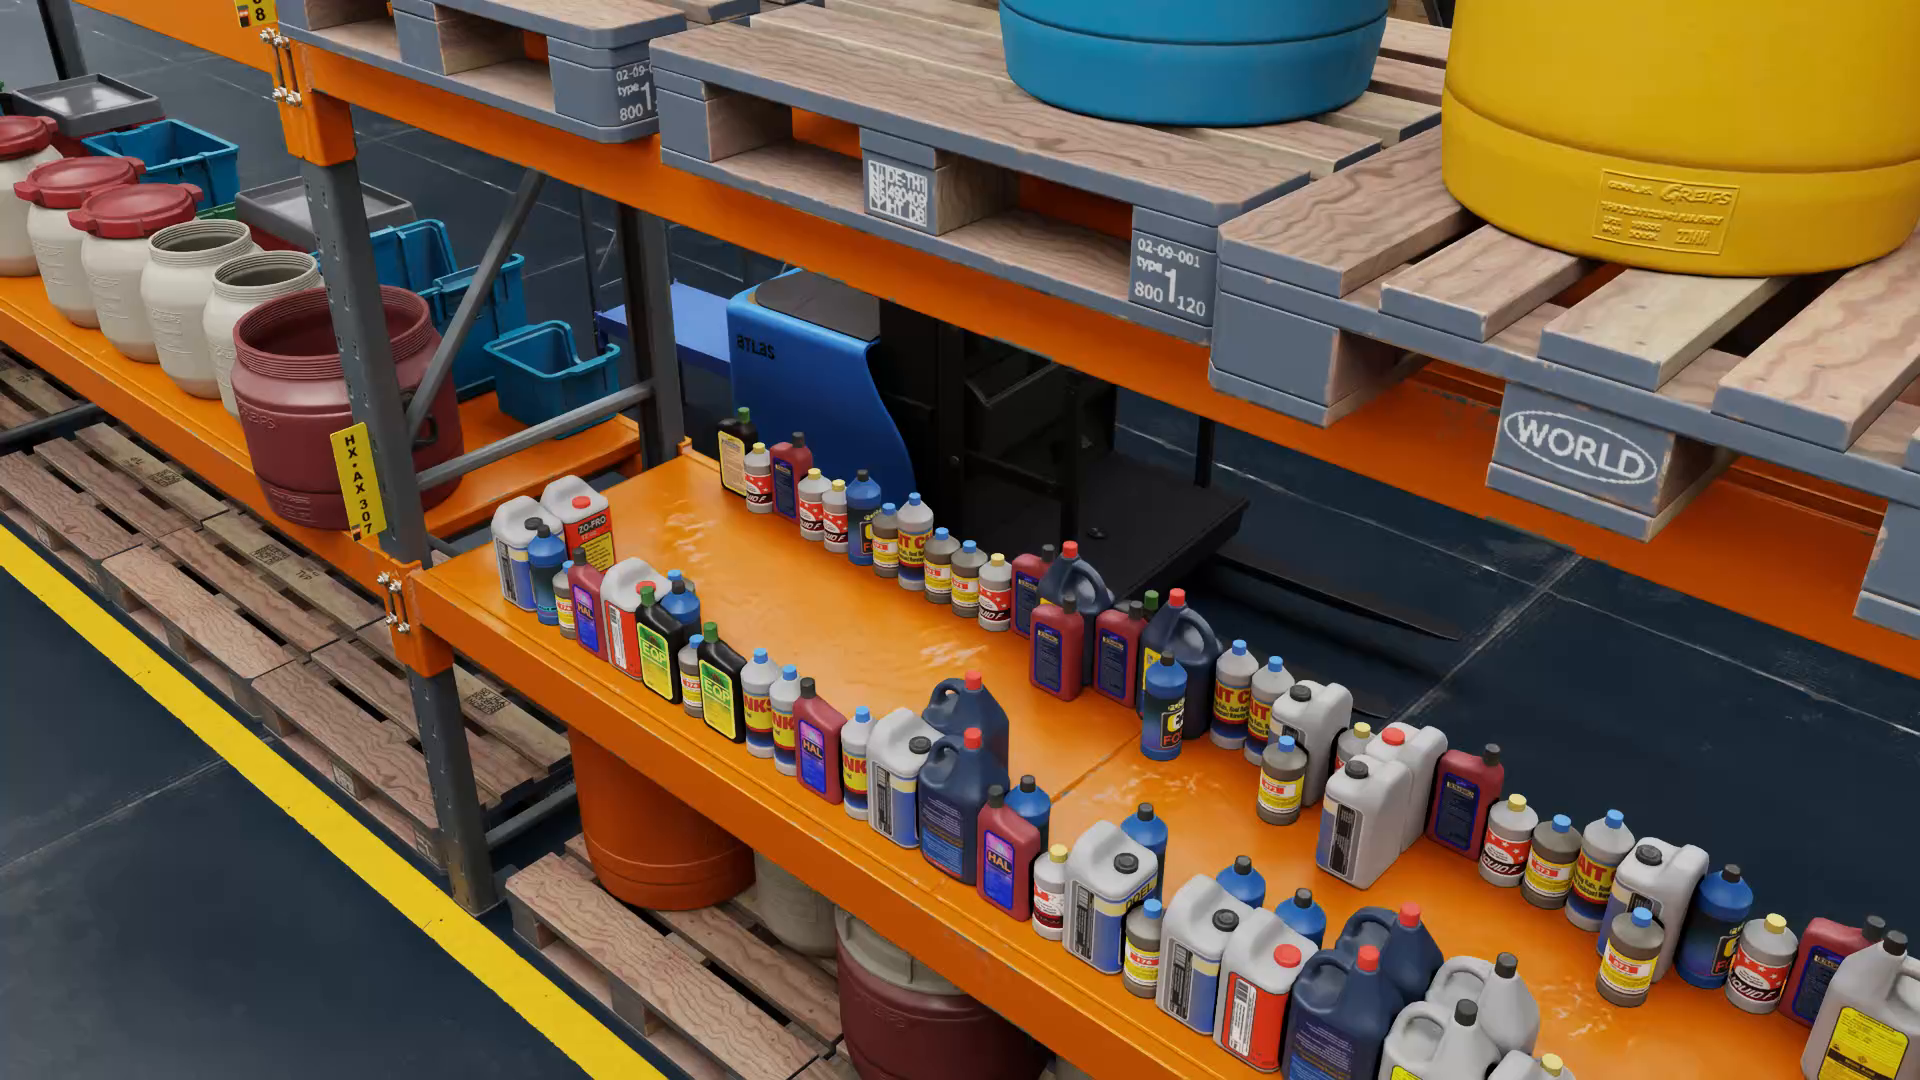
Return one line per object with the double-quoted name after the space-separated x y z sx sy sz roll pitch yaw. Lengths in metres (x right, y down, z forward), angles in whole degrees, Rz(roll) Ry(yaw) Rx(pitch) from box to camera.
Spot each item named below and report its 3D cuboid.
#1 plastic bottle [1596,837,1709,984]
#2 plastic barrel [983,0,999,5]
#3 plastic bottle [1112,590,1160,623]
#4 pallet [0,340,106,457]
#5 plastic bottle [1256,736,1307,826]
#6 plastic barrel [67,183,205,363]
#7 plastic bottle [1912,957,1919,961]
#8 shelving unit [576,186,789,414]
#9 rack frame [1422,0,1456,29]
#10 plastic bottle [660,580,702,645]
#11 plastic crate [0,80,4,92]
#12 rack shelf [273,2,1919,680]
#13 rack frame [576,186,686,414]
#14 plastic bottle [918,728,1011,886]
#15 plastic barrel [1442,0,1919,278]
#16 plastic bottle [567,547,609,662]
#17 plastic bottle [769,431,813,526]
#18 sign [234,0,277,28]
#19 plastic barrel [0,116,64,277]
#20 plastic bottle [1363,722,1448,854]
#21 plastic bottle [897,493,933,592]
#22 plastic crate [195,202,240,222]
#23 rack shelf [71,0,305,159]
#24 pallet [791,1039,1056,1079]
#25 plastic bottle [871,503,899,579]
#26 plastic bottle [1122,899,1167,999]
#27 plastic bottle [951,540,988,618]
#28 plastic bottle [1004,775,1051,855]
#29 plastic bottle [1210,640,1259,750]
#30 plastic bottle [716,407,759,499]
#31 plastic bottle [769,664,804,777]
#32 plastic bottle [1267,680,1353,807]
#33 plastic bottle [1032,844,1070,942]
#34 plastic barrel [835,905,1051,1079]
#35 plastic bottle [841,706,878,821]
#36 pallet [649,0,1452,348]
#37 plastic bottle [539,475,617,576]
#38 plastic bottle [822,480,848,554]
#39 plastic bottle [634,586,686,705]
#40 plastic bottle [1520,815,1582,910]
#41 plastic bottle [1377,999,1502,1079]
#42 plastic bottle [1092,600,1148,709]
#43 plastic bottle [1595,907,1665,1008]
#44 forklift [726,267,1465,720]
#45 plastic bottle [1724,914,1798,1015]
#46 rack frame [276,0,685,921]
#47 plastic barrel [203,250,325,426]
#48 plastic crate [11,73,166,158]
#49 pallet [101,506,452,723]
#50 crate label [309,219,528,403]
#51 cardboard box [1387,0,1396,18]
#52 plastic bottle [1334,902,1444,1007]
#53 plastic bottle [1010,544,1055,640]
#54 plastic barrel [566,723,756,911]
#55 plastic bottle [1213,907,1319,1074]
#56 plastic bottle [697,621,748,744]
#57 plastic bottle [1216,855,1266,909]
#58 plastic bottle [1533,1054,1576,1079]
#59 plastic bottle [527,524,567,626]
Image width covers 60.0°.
1.368 0.710 3.283 0.135 0.276 0.152 25 39 35 "plastic bottle"
0.177 -1.263 2.992 0.433 0.535 0.433 0 31 0 "plastic barrel"
0.431 0.237 4.061 0.133 0.283 0.061 25 39 35 "plastic bottle"
-4.675 -0.733 8.264 1.213 0.211 1.003 25 39 35 "pallet"
0.711 0.522 3.668 0.097 0.201 0.097 0 31 0 "plastic bottle"
-2.778 -0.919 5.737 0.433 0.535 0.433 0 31 0 "plastic barrel"
1.741 0.849 3.045 0.133 0.283 0.061 25 39 35 "plastic bottle"
-1.151 -1.084 7.597 1.048 1.500 0.538 22 37 32 "shelving unit"
2.088 -2.188 7.976 0.127 3.000 1.000 25 39 35 "rack frame"
-0.684 0.221 4.100 0.097 0.271 0.097 0 31 0 "plastic bottle"
-5.022 -2.167 8.146 0.662 0.188 0.450 25 39 35 "plastic crate"
0.244 -0.580 3.094 4.000 0.370 1.077 25 39 35 "rack shelf"
-1.552 -1.245 7.864 0.032 1.500 0.500 22 37 32 "rack frame"
0.009 0.536 3.499 0.185 0.351 0.144 25 39 35 "plastic bottle"
0.914 -0.695 1.998 0.600 0.588 0.600 0 31 0 "plastic barrel"
-0.922 0.159 4.190 0.133 0.283 0.061 25 39 35 "plastic bottle"
-0.482 -0.189 4.768 0.133 0.283 0.061 25 39 35 "plastic bottle"
-1.603 -1.323 3.732 0.005 0.325 0.100 25 39 35 "sign"
-3.643 -1.323 6.407 0.433 0.535 0.433 0 31 0 "plastic barrel"
0.953 0.516 3.605 0.135 0.276 0.152 25 39 35 "plastic bottle"
-0.120 -0.002 4.469 0.097 0.271 0.097 0 31 0 "plastic bottle"
-2.724 -1.094 6.365 0.662 0.188 0.450 25 39 35 "plastic crate"
-2.722 -1.964 5.394 4.000 0.370 1.077 25 39 35 "rack shelf"
0.274 1.579 4.423 1.213 0.211 1.003 25 39 35 "pallet"
-0.192 -0.005 4.543 0.097 0.201 0.097 0 31 0 "plastic bottle"
0.369 0.784 3.232 0.097 0.201 0.097 0 31 0 "plastic bottle"
0.025 0.096 4.376 0.097 0.201 0.097 0 31 0 "plastic bottle"
0.139 0.604 3.462 0.097 0.271 0.097 0 31 0 "plastic bottle"
0.641 0.353 3.880 0.097 0.271 0.097 0 31 0 "plastic bottle"
-0.653 -0.268 4.901 0.133 0.283 0.061 25 39 35 "plastic bottle"
-0.382 0.404 3.796 0.097 0.271 0.097 0 31 0 "plastic bottle"
0.781 0.436 3.738 0.135 0.276 0.152 25 39 35 "plastic bottle"
0.197 0.704 3.365 0.097 0.201 0.097 0 31 0 "plastic bottle"
-0.028 1.112 4.426 0.708 0.588 0.600 25 39 35 "plastic barrel"
-0.211 0.483 3.663 0.097 0.271 0.097 0 31 0 "plastic bottle"
0.237 -0.740 2.846 1.213 0.211 1.003 25 39 35 "pallet"
-1.033 -0.027 4.507 0.135 0.276 0.152 25 39 35 "plastic bottle"
-0.336 -0.073 4.655 0.097 0.201 0.097 0 31 0 "plastic bottle"
-0.723 0.252 4.036 0.133 0.283 0.061 25 39 35 "plastic bottle"
1.228 0.657 3.442 0.097 0.201 0.097 0 31 0 "plastic bottle"
0.826 0.917 2.866 0.185 0.351 0.144 25 39 35 "plastic bottle"
0.390 0.260 4.022 0.133 0.283 0.061 25 39 35 "plastic bottle"
1.298 0.796 3.212 0.097 0.201 0.097 0 31 0 "plastic bottle"
0.495 -1.057 6.164 3.031 2.935 1.130 22 37 32 "forklift"
1.544 0.805 3.197 0.097 0.201 0.097 0 31 0 "plastic bottle"
-1.239 -0.295 4.832 0.127 3.000 1.000 25 39 35 "rack frame"
-2.145 -0.618 5.259 0.421 0.512 0.421 0 31 0 "plastic barrel"
-3.640 -1.657 7.031 0.583 0.464 0.402 25 39 35 "plastic crate"
-2.688 0.194 6.723 1.213 0.211 1.003 25 39 35 "pallet"
-1.794 -0.758 5.566 0.616 0.435 0.502 25 39 35 "crate label"
3.417 -4.178 13.278 0.500 0.500 0.700 24 39 34 "cardboard box"
0.785 0.798 3.064 0.185 0.351 0.144 25 39 35 "plastic bottle"
0.195 0.127 4.244 0.133 0.283 0.061 25 39 35 "plastic bottle"
-0.865 0.617 5.013 0.708 0.830 0.600 25 39 35 "plastic barrel"
0.573 0.828 3.086 0.135 0.276 0.152 25 39 35 "plastic bottle"
-0.552 0.332 3.904 0.133 0.283 0.061 25 39 35 "plastic bottle"
0.543 0.730 3.254 0.097 0.271 0.097 0 31 0 "plastic bottle"
1.017 0.981 2.905 0.097 0.201 0.097 0 31 0 "plastic bottle"
-1.067 0.084 4.327 0.097 0.271 0.097 0 31 0 "plastic bottle"
